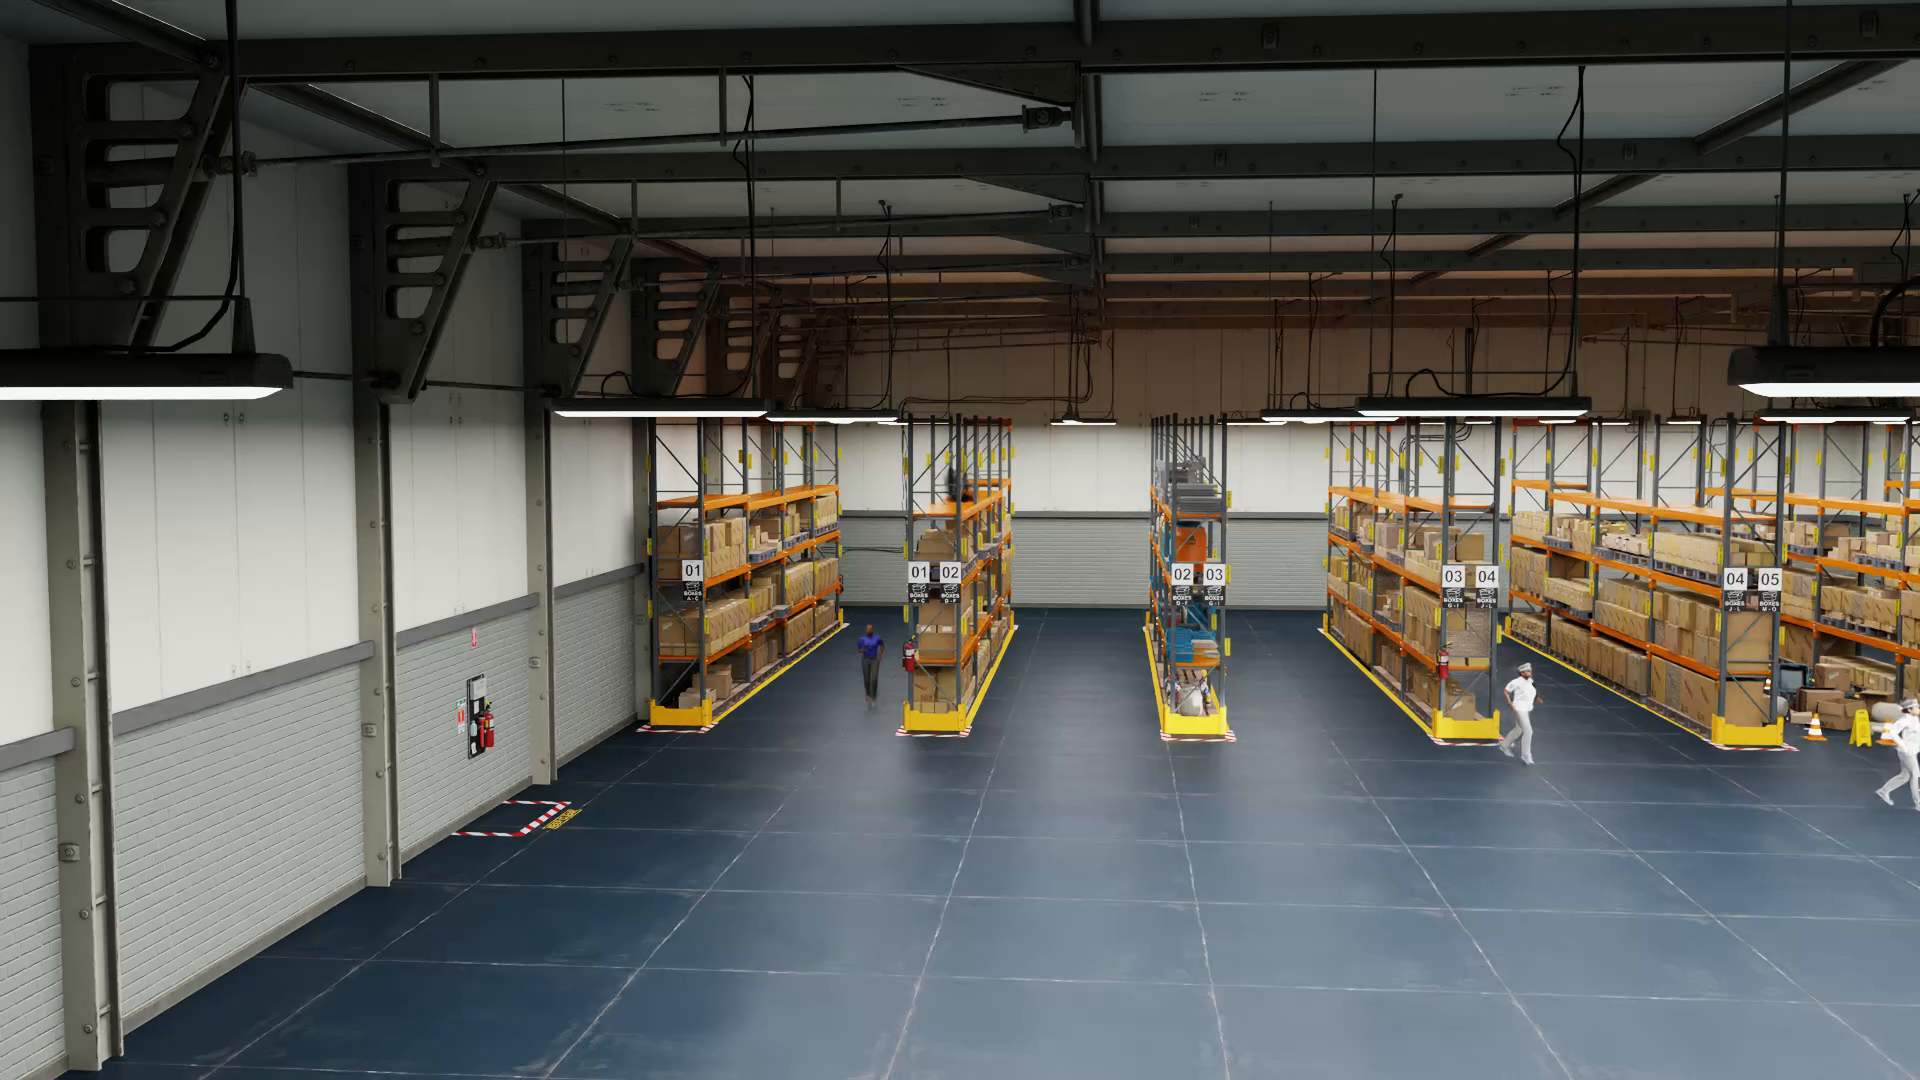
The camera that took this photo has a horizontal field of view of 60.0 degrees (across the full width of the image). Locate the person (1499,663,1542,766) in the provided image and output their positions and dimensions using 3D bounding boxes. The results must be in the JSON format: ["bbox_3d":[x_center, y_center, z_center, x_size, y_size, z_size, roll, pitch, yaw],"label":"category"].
[{"bbox_3d":[9.621,2.960,28.571,0.574,1.738,0.775,-3,5,-40],"label":"person"}]

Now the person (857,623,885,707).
[{"bbox_3d":[-1.851,2.580,34.388,0.560,1.713,0.712,0,4,1],"label":"person"}]

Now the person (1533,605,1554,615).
[{"bbox_3d":[16.586,1.701,47.305,0.698,1.730,0.959,3,5,39],"label":"person"}]

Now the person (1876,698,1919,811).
[{"bbox_3d":[14.151,3.187,24.821,0.849,1.692,0.615,4,5,44],"label":"person"}]
